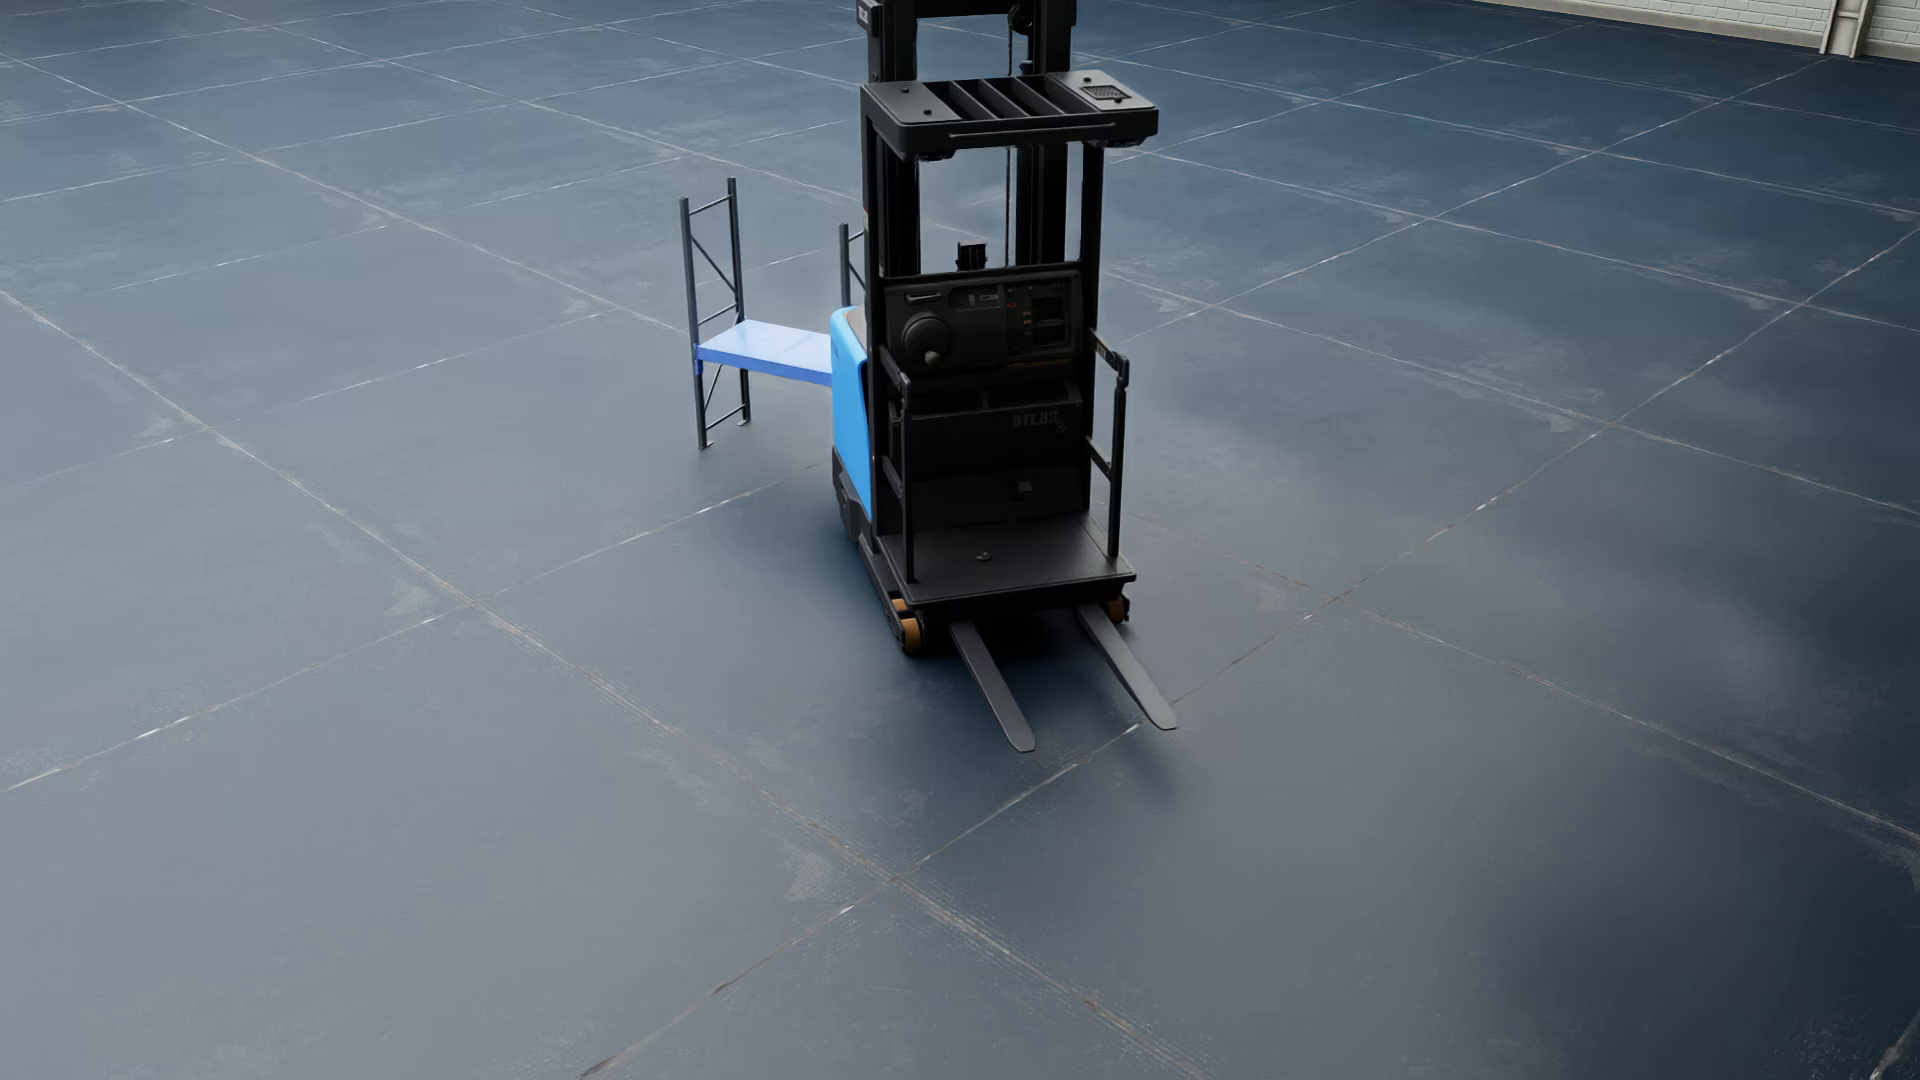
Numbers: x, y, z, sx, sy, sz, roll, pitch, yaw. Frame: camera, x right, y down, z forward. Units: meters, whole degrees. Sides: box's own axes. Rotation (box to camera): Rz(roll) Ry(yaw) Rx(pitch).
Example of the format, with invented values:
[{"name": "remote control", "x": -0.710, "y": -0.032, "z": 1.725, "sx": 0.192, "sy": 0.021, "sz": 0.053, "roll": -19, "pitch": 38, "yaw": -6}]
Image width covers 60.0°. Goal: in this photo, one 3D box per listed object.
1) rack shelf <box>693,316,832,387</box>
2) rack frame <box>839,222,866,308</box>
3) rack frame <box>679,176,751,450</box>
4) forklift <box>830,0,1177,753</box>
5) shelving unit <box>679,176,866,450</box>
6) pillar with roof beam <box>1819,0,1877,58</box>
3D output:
[{"name": "rack shelf", "x": -0.954, "y": -1.031, "z": 9.486, "sx": 1.000, "sy": 0.185, "sz": 0.538, "roll": 14, "pitch": 31, "yaw": 24}, {"name": "rack frame", "x": -0.503, "y": -1.081, "z": 9.195, "sx": 0.032, "sy": 1.500, "sz": 0.500, "roll": 14, "pitch": 31, "yaw": 24}, {"name": "rack frame", "x": -1.405, "y": -1.300, "z": 9.610, "sx": 0.032, "sy": 1.500, "sz": 0.500, "roll": 14, "pitch": 31, "yaw": 24}, {"name": "forklift", "x": 0.174, "y": -0.970, "z": 7.446, "sx": 1.130, "sy": 2.935, "sz": 3.031, "roll": -7, "pitch": 29, "yaw": -13}, {"name": "shelving unit", "x": -0.954, "y": -1.190, "z": 9.402, "sx": 1.048, "sy": 1.500, "sz": 0.538, "roll": 14, "pitch": 31, "yaw": 24}, {"name": "pillar with roof beam", "x": 7.438, "y": -8.327, "z": 14.918, "sx": 0.400, "sy": 9.000, "sz": 9.100, "roll": 25, "pitch": 36, "yaw": 38}]
